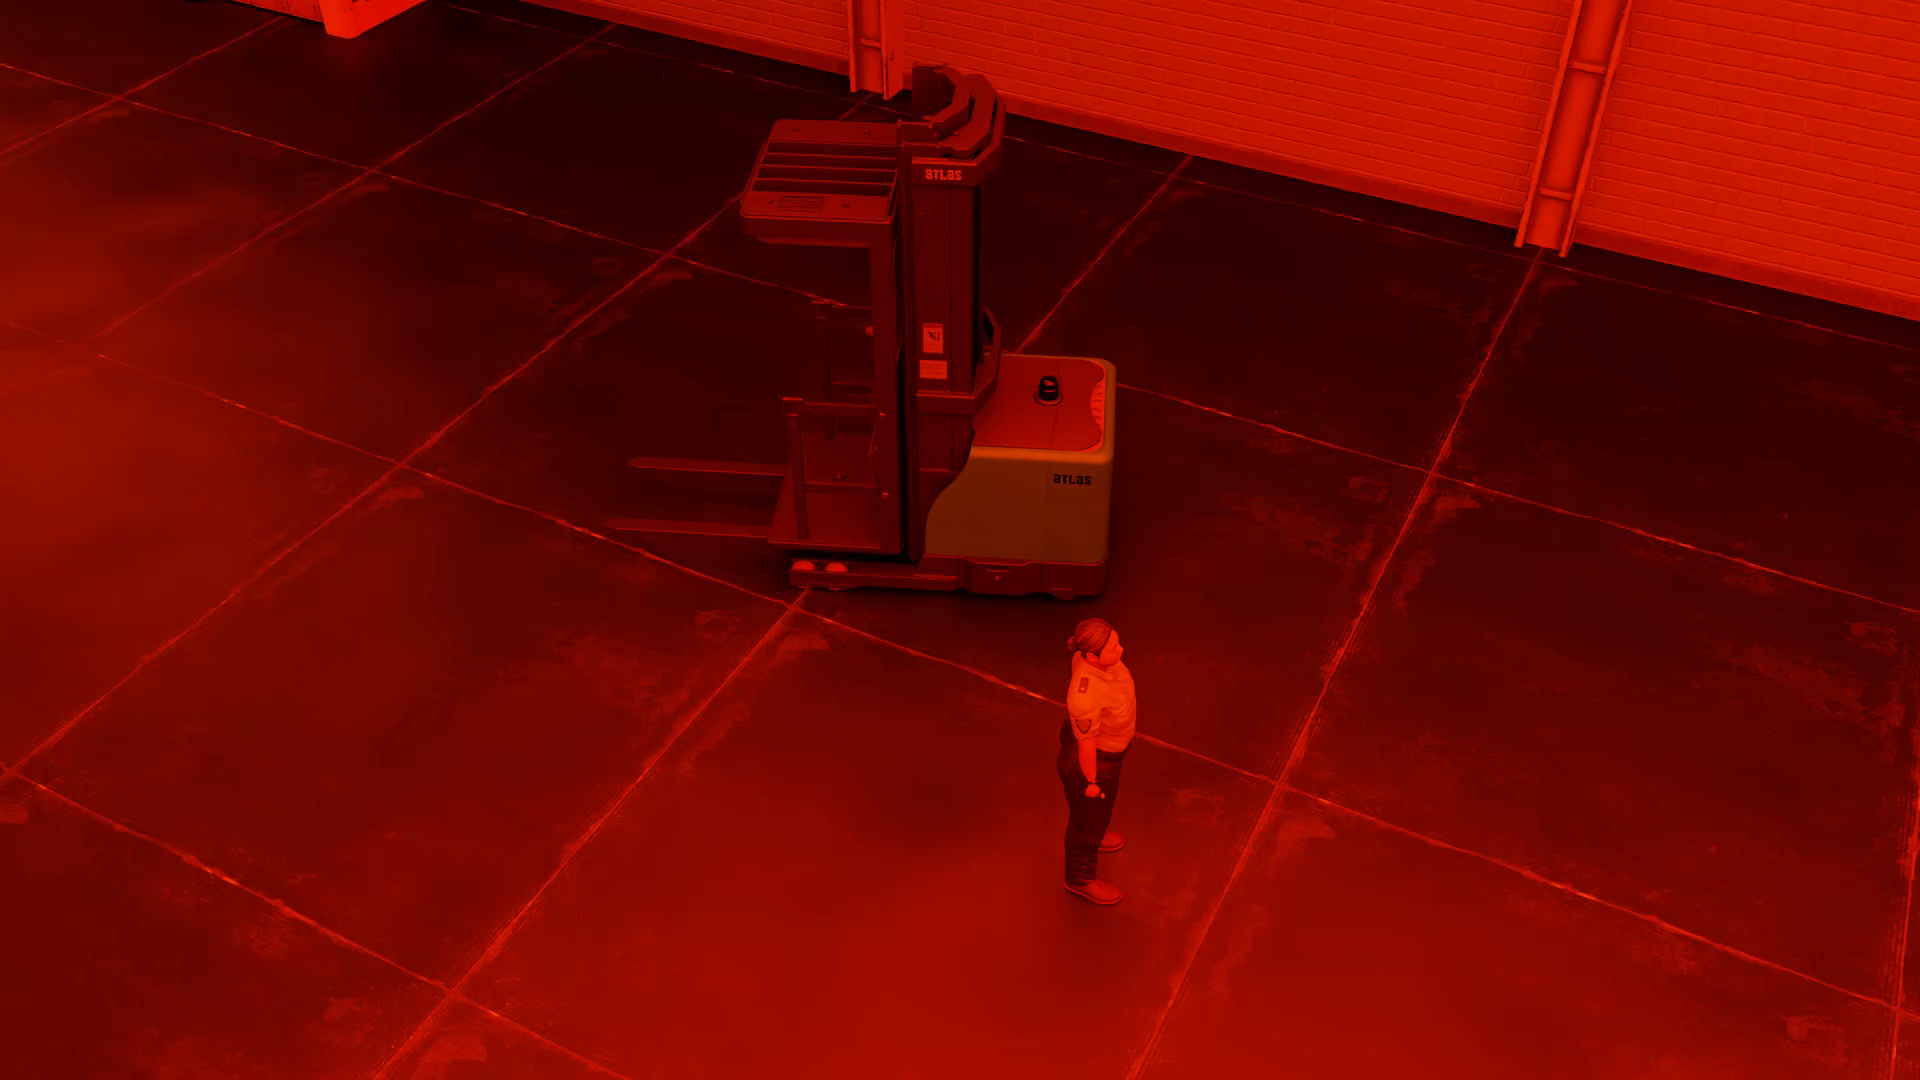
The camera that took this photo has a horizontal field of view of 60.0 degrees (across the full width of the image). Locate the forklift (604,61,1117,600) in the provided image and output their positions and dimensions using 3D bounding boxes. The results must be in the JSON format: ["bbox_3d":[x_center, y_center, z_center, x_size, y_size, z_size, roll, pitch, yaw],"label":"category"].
[{"bbox_3d":[-0.606,-1.157,9.360,3.031,2.935,1.130,3,40,4],"label":"forklift"}]

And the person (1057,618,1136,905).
[{"bbox_3d":[0.642,1.002,7.798,0.363,1.651,0.471,5,40,6],"label":"person"}]
